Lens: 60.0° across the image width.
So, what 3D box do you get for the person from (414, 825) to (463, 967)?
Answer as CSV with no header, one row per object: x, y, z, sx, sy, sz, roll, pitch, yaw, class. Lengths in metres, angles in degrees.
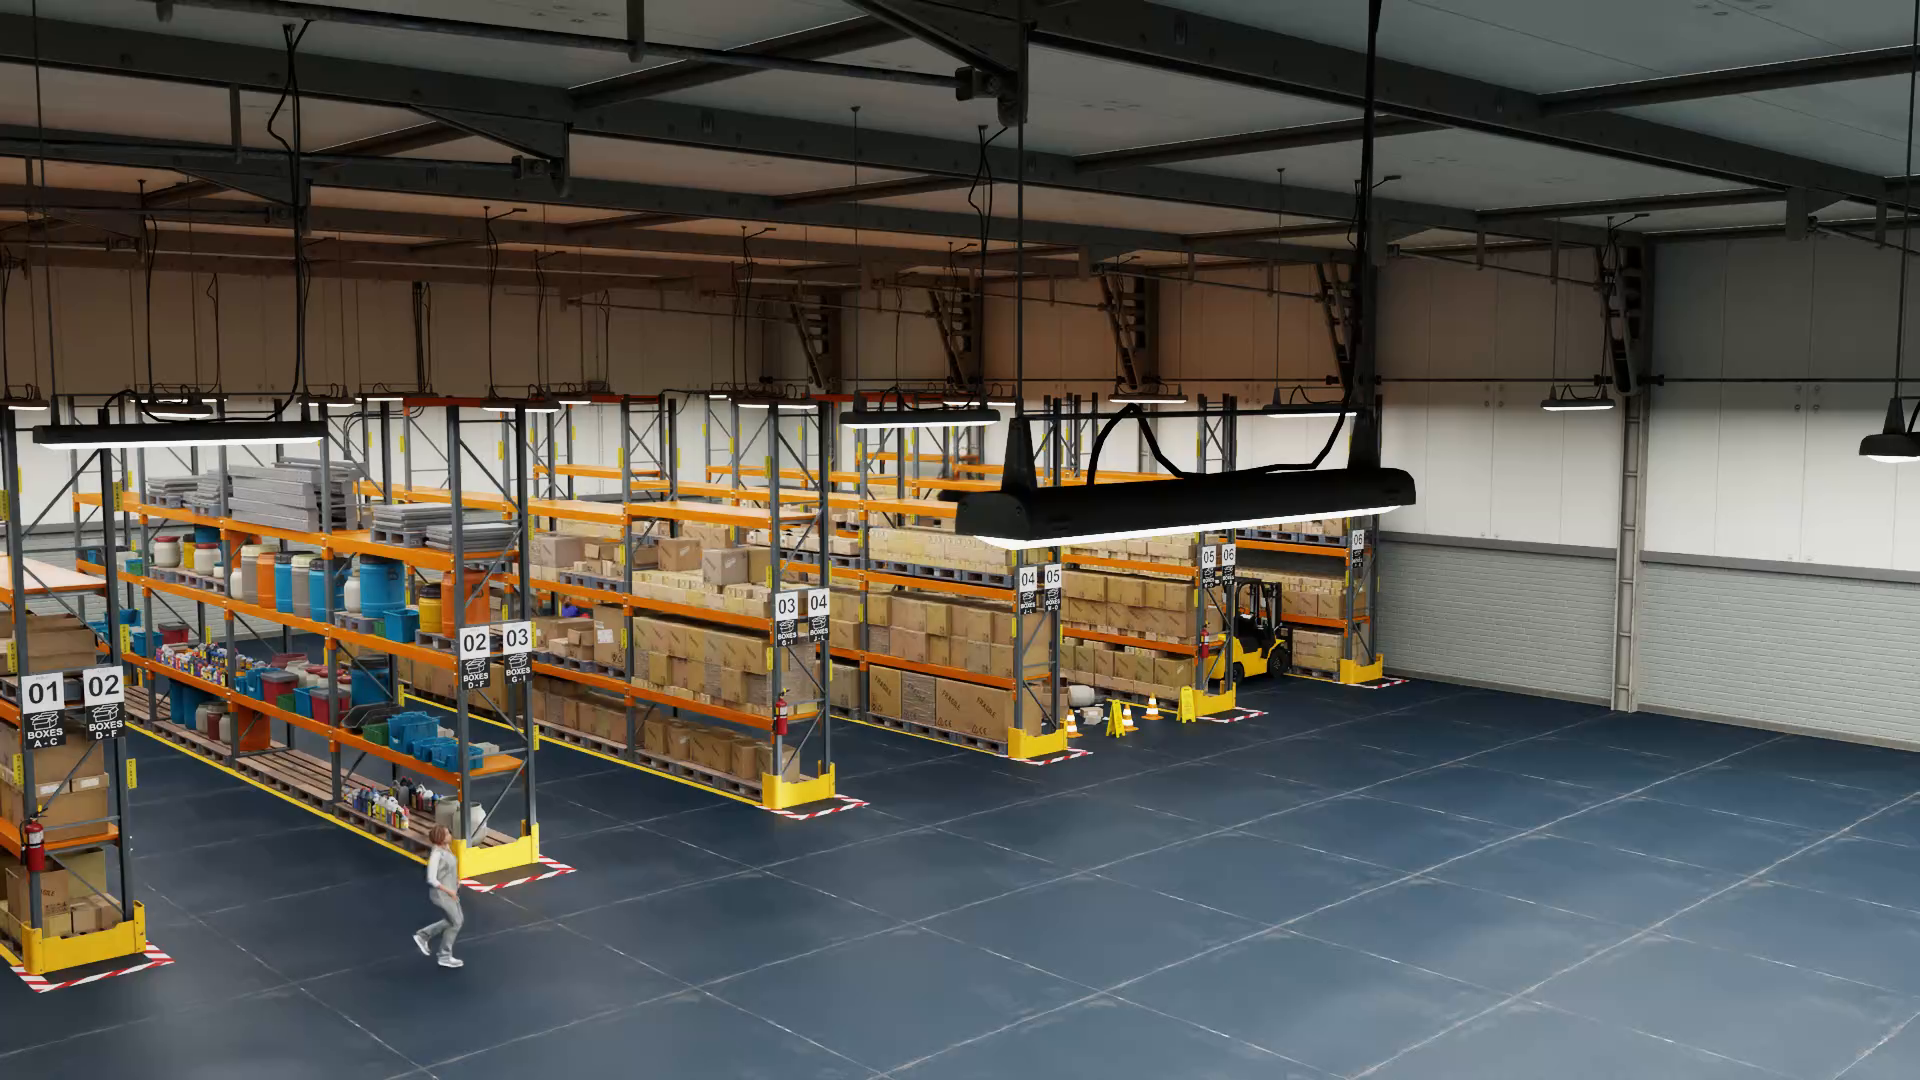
-5.634,3.834,17.913,0.515,1.570,0.536,-1,6,-9,person

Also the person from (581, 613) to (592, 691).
-7.269,2.306,32.623,0.598,1.740,0.648,5,8,43,person

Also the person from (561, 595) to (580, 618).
-8.494,2.022,36.110,0.563,1.686,0.844,-4,7,-37,person
